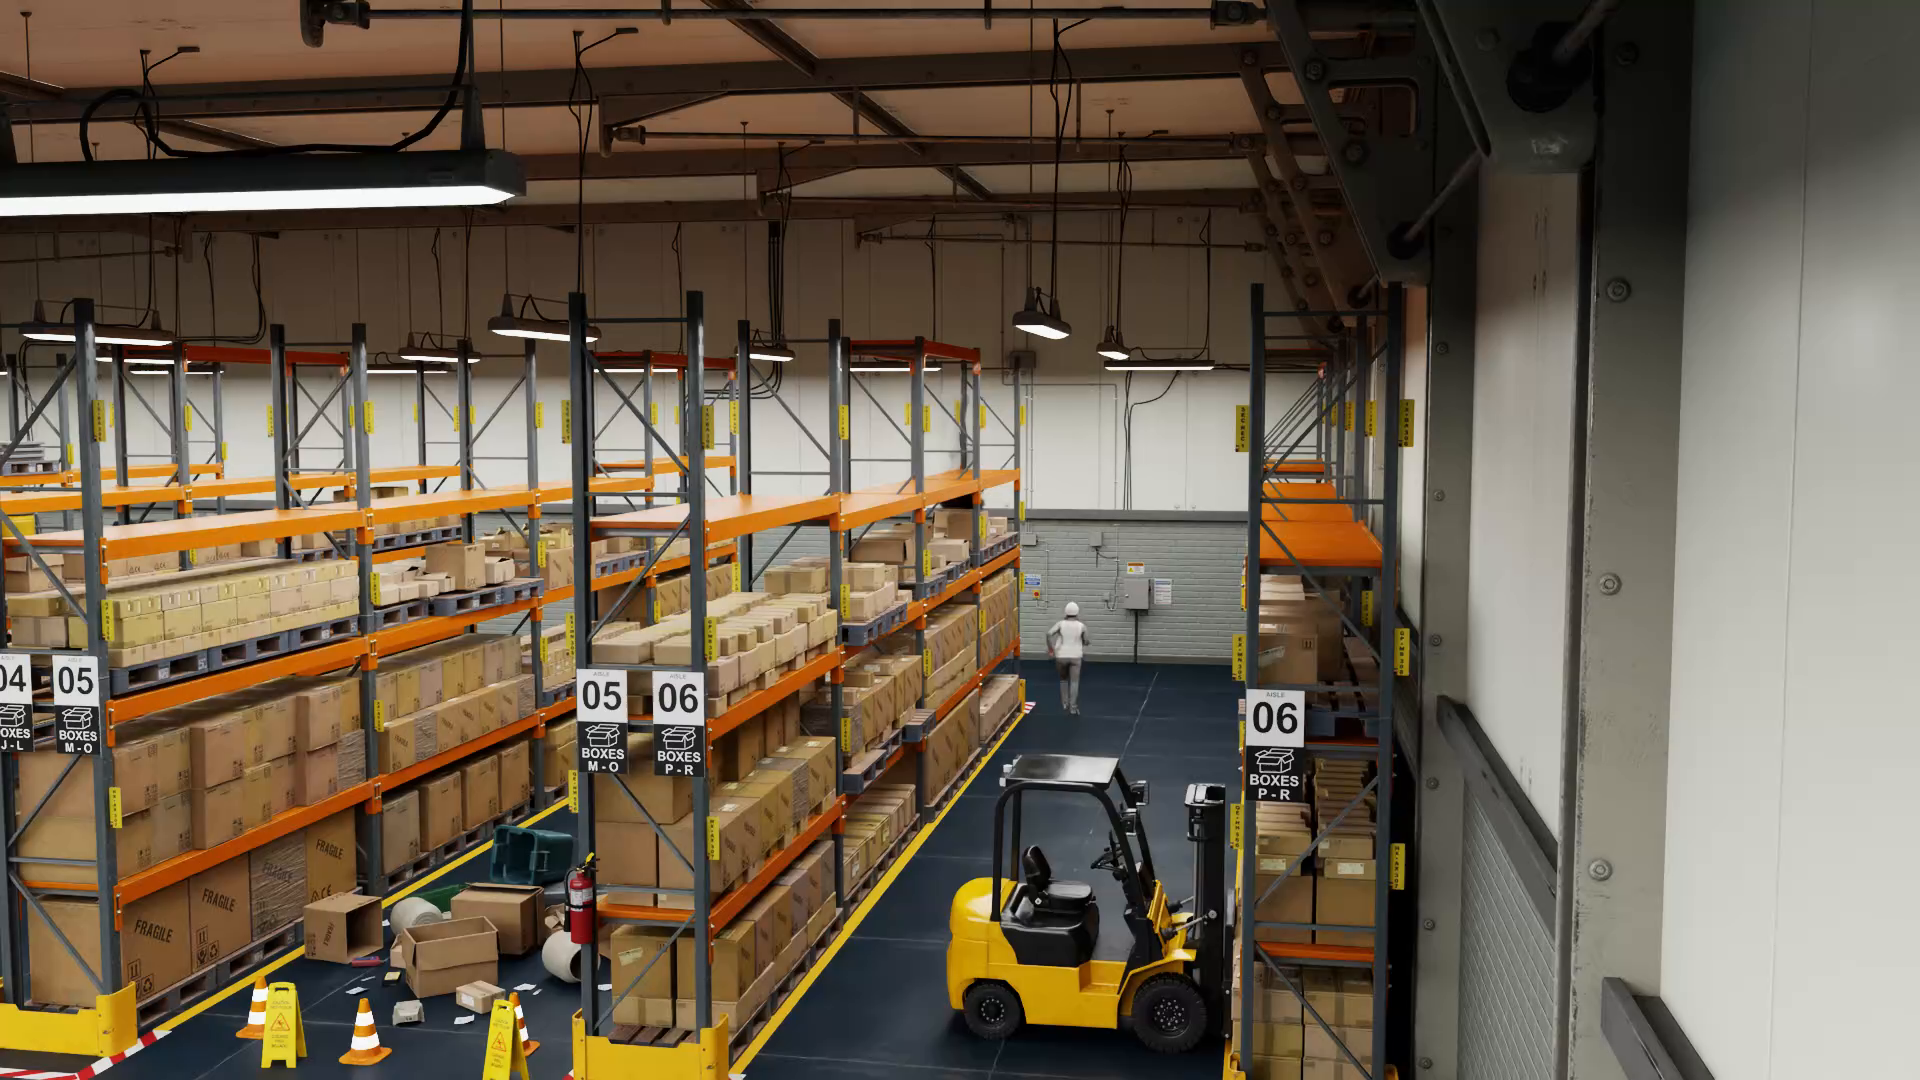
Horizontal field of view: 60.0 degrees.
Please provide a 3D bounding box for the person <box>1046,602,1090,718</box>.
[{"bbox_3d":[1.707,1.910,26.160,0.660,1.859,0.845,1,5,11],"label":"person"}]
